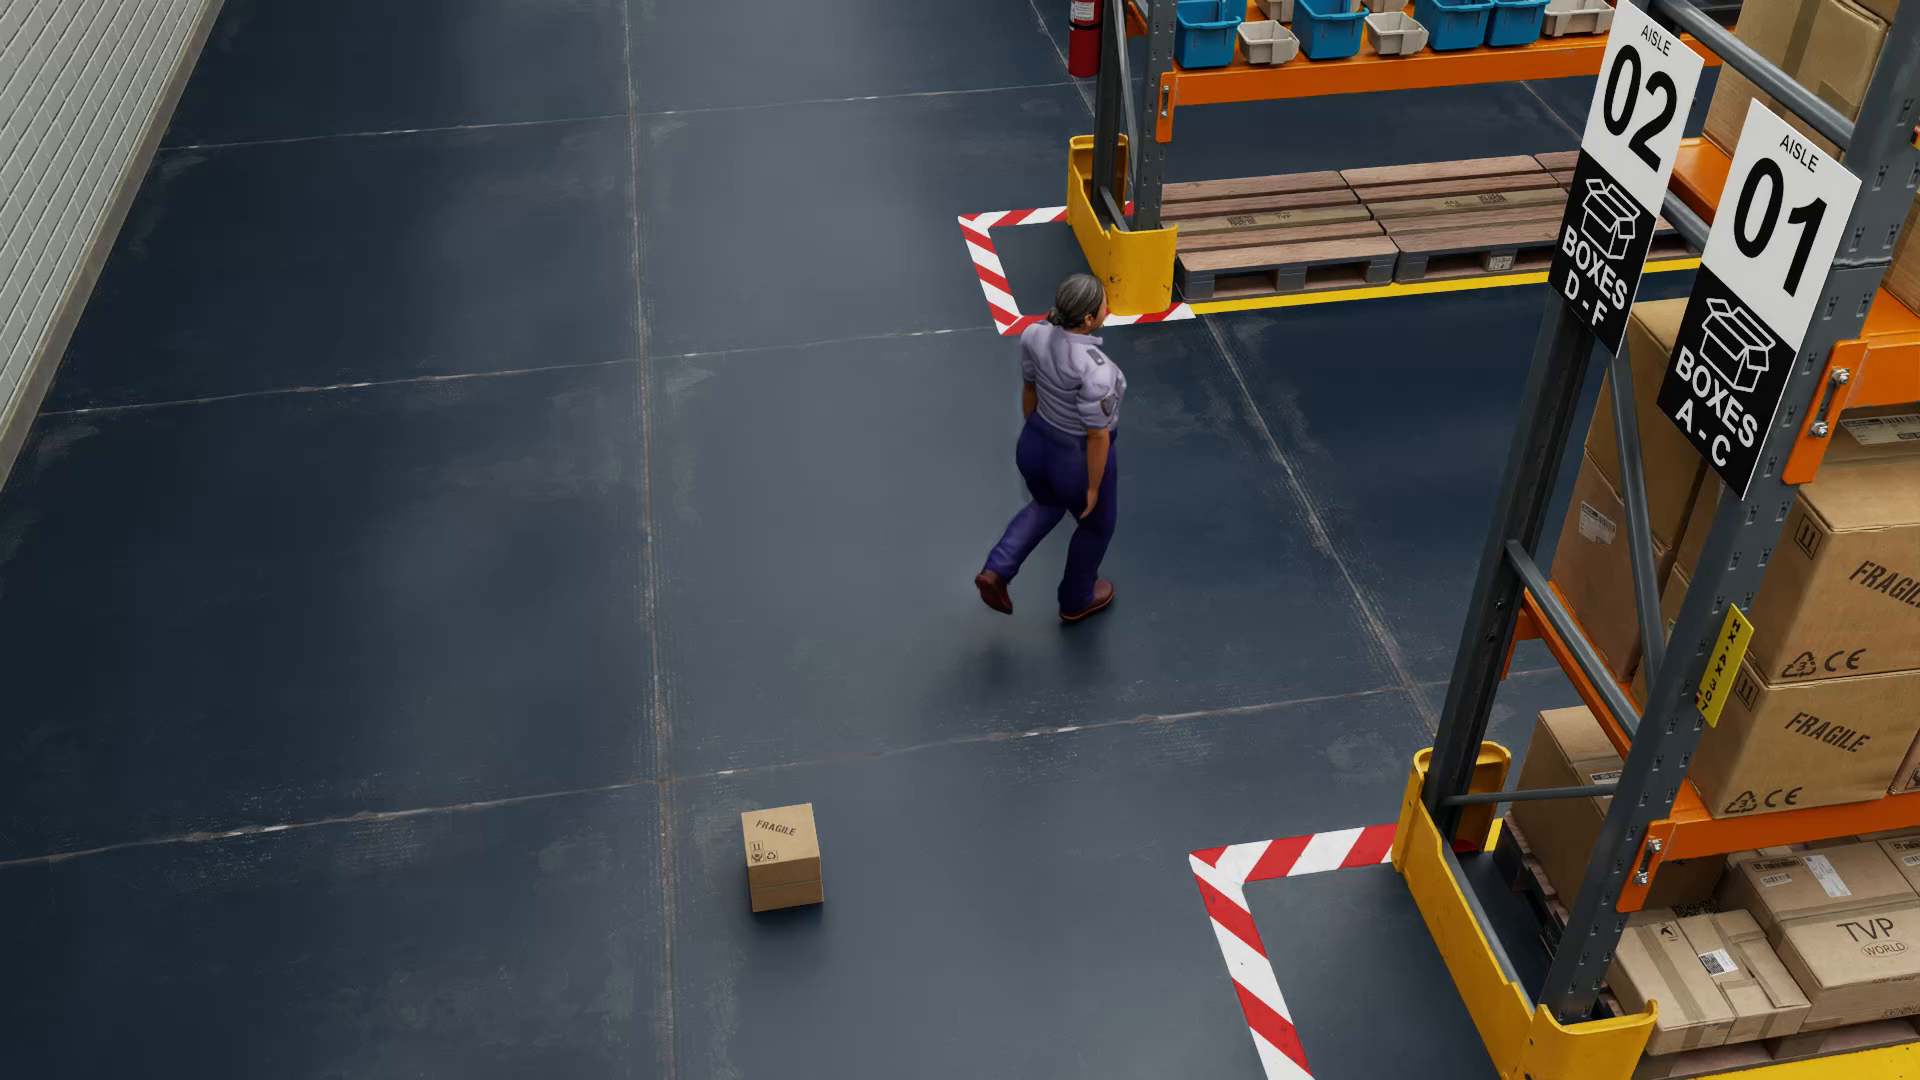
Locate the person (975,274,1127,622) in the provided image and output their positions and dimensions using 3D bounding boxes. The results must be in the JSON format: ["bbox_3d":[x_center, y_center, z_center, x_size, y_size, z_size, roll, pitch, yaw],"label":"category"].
[{"bbox_3d":[0.387,-0.311,6.518,0.630,1.630,0.505,-29,47,-31],"label":"person"}]
